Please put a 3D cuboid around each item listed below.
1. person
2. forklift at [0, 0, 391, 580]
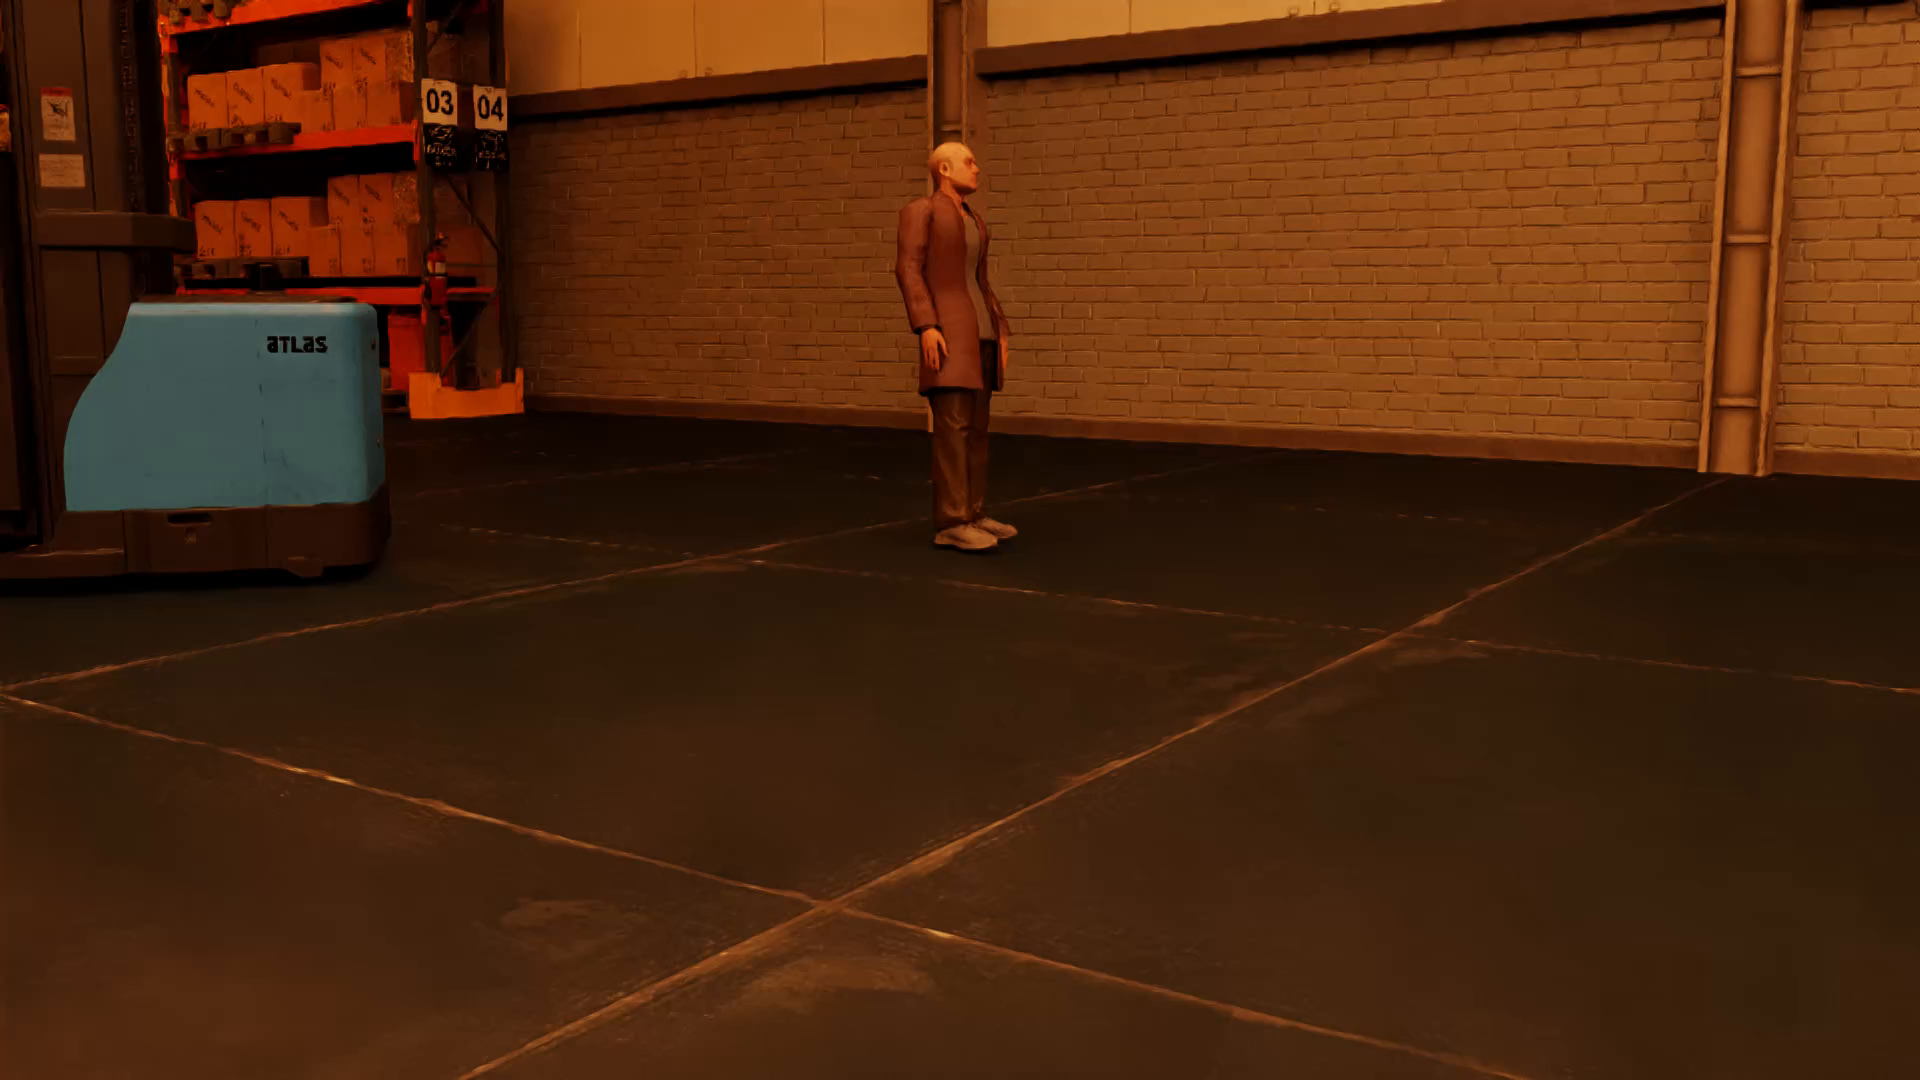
[{"bbox_3d":[0.073,-0.879,7.423,0.580,1.776,0.694,5,10,34],"label":"person"},{"bbox_3d":[-3.866,-1.302,6.350,3.031,2.935,1.130,-2,8,-15],"label":"forklift"}]
